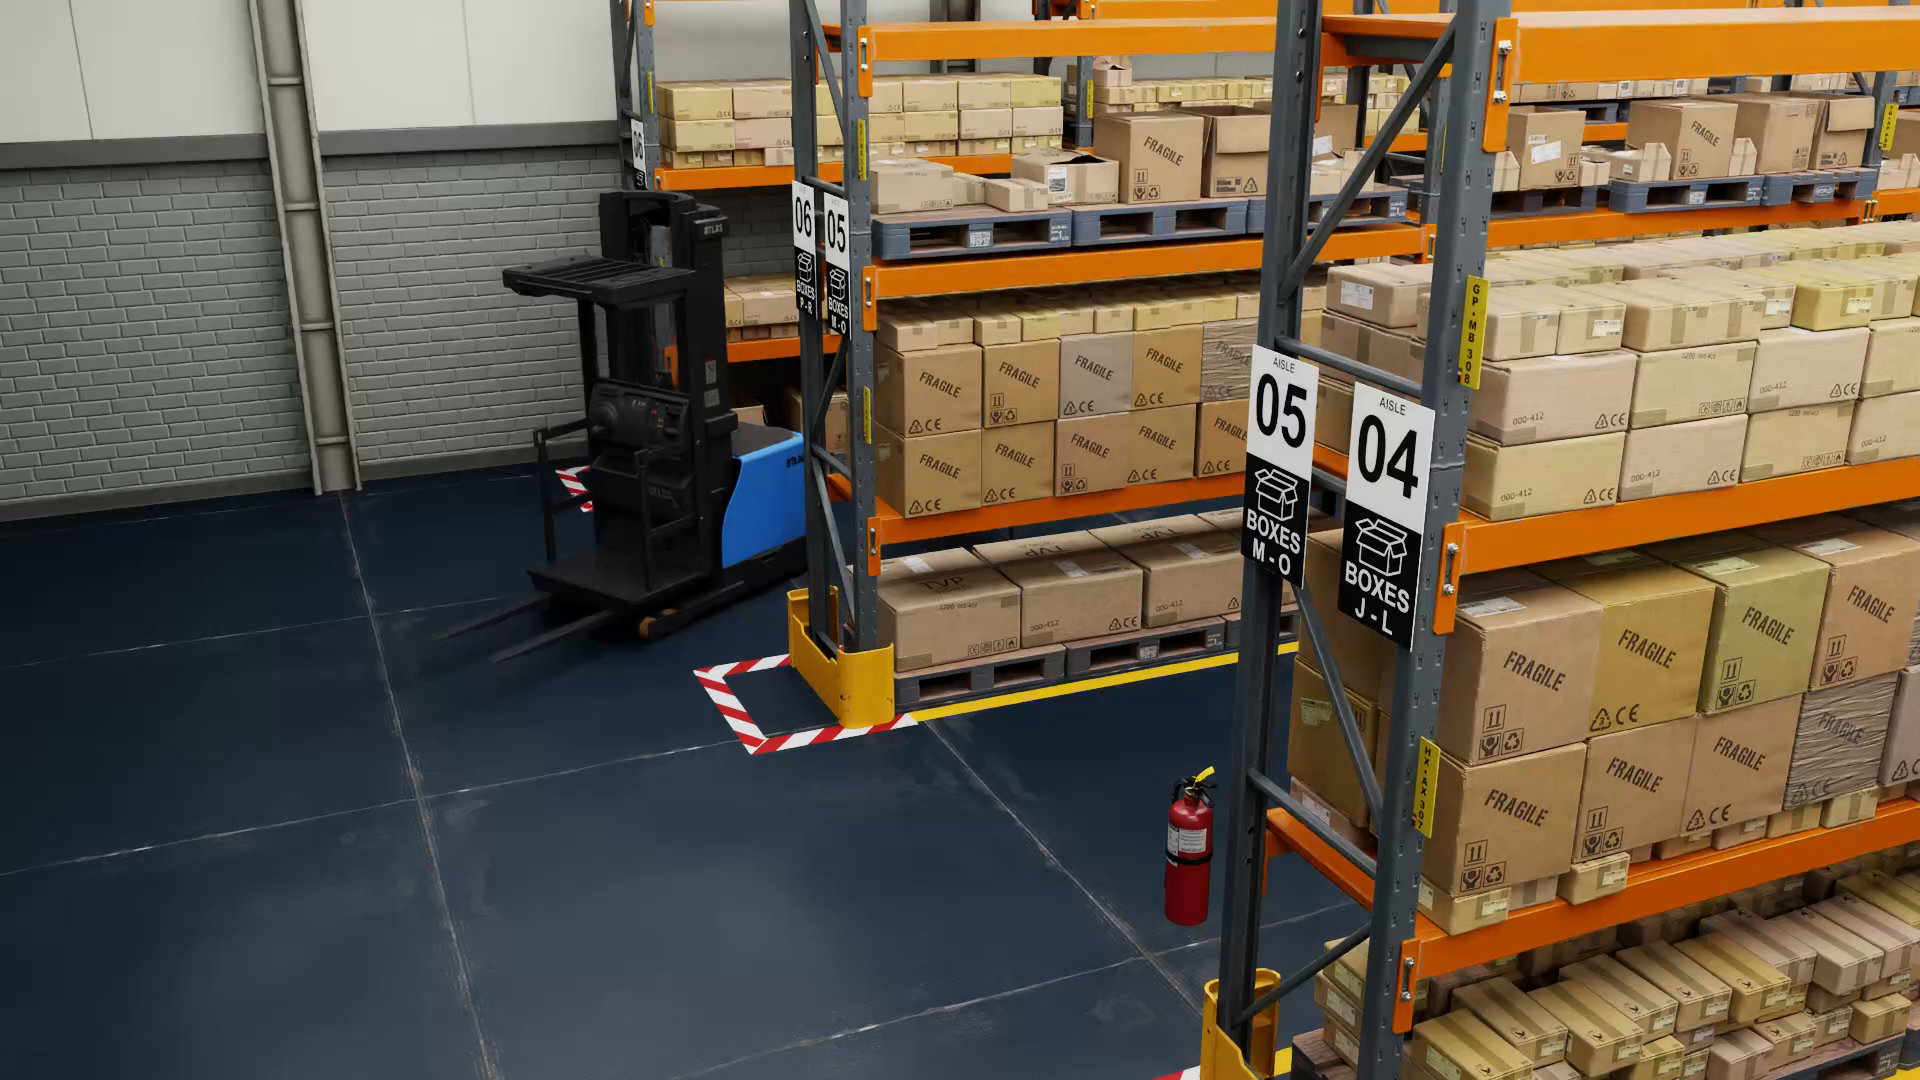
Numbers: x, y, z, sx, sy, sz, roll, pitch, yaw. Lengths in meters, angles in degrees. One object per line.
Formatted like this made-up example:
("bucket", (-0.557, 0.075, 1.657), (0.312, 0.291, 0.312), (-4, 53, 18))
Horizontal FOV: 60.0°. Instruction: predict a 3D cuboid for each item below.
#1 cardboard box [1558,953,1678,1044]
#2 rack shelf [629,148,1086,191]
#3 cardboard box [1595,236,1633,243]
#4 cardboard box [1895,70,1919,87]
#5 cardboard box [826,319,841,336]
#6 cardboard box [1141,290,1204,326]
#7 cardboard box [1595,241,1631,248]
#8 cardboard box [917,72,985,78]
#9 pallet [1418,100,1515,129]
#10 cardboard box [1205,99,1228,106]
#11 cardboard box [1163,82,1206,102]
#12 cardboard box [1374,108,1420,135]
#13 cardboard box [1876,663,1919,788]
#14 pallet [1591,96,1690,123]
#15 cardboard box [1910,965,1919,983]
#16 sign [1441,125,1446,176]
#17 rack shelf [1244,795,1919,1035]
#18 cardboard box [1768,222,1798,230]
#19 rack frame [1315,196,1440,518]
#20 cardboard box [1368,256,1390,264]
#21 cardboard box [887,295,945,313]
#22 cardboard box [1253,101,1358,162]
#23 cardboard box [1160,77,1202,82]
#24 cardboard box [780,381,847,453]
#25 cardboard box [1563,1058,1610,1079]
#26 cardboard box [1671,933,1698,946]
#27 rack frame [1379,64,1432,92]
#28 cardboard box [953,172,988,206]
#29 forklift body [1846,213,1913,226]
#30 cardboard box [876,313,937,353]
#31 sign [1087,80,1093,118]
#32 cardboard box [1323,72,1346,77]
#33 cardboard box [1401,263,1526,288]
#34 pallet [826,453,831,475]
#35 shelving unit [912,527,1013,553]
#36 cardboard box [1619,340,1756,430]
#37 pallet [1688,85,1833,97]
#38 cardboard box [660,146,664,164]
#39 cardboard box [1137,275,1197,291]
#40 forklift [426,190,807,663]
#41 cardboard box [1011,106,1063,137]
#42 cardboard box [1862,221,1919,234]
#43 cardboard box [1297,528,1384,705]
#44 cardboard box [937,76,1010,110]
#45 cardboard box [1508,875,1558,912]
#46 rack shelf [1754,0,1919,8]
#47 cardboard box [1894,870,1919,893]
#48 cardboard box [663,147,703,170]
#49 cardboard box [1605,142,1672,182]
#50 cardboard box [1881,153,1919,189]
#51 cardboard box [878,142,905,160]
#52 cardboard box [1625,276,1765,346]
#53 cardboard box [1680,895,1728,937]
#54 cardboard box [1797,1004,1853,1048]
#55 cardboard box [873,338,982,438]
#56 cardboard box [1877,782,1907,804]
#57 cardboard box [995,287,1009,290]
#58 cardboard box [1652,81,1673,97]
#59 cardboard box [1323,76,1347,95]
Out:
("cardboard box", (2.598, 1.824, 6.590), (0.250, 0.149, 0.380), (-9, 21, -25))
("rack shelf", (-0.887, -3.300, 14.944), (4.000, 0.370, 1.077), (-8, 21, -22))
("cardboard box", (7.004, -3.427, 18.212), (0.500, 0.250, 0.500), (-8, 21, -21))
("cardboard box", (10.678, -5.537, 19.280), (0.500, 0.500, 0.700), (-8, 21, -22))
("cardboard box", (-1.110, -1.957, 14.941), (0.250, 0.149, 0.380), (-9, 21, -23))
("cardboard box", (1.344, -1.476, 10.564), (0.250, 0.149, 0.380), (-8, 21, -22))
("cardboard box", (7.009, -3.199, 18.318), (0.500, 0.250, 0.500), (-8, 21, -22))
("cardboard box", (-0.087, -4.156, 15.319), (0.500, 0.250, 0.500), (-9, 21, -23))
("pallet", (5.210, -4.456, 17.429), (1.003, 0.211, 1.213), (-7, 21, -19))
("cardboard box", (2.318, -4.082, 15.678), (0.250, 0.149, 0.380), (-8, 21, -23))
("cardboard box", (2.090, -4.194, 15.548), (0.250, 0.149, 0.380), (-9, 21, -23))
("cardboard box", (4.247, -4.216, 16.689), (0.500, 0.250, 0.500), (-9, 21, -24))
("cardboard box", (3.706, 0.617, 6.654), (0.500, 0.500, 0.500), (-8, 21, -22))
("pallet", (7.490, -4.745, 18.252), (1.217, 0.209, 0.805), (-9, 21, -24))
("cardboard box", (4.058, 1.750, 7.249), (0.250, 0.149, 0.380), (-8, 21, -21))
("sign", (3.140, -2.501, 10.695), (0.005, 0.325, 0.100), (-8, 21, -22))
("rack shelf", (3.136, 1.124, 6.896), (4.000, 0.370, 1.077), (-8, 21, -22))
("cardboard box", (9.278, -3.639, 19.191), (0.500, 0.500, 0.500), (-8, 21, -21))
("rack frame", (2.919, -0.974, 11.773), (0.127, 3.000, 1.000), (-8, 21, -22))
("cardboard box", (4.171, -2.890, 16.959), (0.250, 0.149, 0.380), (-8, 21, -21))
("cardboard box", (-0.280, -1.422, 10.411), (0.250, 0.149, 0.380), (-8, 21, -21))
("cardboard box", (2.296, -2.668, 11.134), (0.500, 0.500, 0.500), (-8, 21, -21))
("cardboard box", (2.126, -4.379, 16.073), (0.250, 0.149, 0.380), (-9, 21, -24))
("cardboard box", (-1.324, -1.132, 15.353), (0.500, 0.500, 0.700), (-7, 21, -20))
("cardboard box", (2.346, 1.986, 6.578), (0.250, 0.149, 0.380), (-8, 21, -21))
("cardboard box", (3.103, 1.684, 7.434), (0.250, 0.149, 0.380), (-8, 21, -21))
("rack frame", (4.622, -5.843, 16.568), (0.127, 3.000, 1.000), (-8, 21, -22))
("cardboard box", (-0.023, -2.156, 10.207), (0.250, 0.149, 0.380), (-10, 22, -26))
("forklift body", (10.949, -2.860, 18.406), (1.214, 2.155, 2.313), (-8, 21, -22))
("cardboard box", (-0.318, -1.235, 9.881), (0.250, 0.149, 0.380), (-8, 21, -21))
("sign", (1.172, -3.982, 15.019), (0.005, 0.325, 0.100), (-8, 21, -22))
("cardboard box", (3.705, -4.665, 16.915), (0.250, 0.149, 0.380), (-8, 21, -22))
("cardboard box", (1.745, -0.862, 5.811), (0.250, 0.149, 0.380), (-8, 21, -21))
("pallet", (-1.922, -0.761, 15.366), (1.213, 0.211, 1.003), (-8, 21, -22))
("shelving unit", (0.006, -0.708, 13.275), (0.755, 1.500, 0.431), (-8, 21, -22))
("cardboard box", (2.285, -0.579, 5.607), (0.500, 0.250, 0.500), (-8, 21, -23))
("pallet", (9.068, -5.033, 18.917), (1.213, 0.211, 1.003), (-8, 21, -22))
("cardboard box", (-2.521, -3.370, 14.439), (0.250, 0.149, 0.380), (-8, 21, -20))
("cardboard box", (1.373, -1.653, 11.068), (0.250, 0.149, 0.380), (-8, 21, -22))
("forklift", (-2.386, -0.862, 11.558), (1.130, 2.935, 3.031), (13, 23, 33))
("cardboard box", (0.606, -3.832, 15.150), (0.500, 0.250, 0.500), (-8, 21, -22))
("cardboard box", (3.882, -1.185, 6.729), (0.250, 0.149, 0.380), (-9, 21, -23))
("cardboard box", (1.621, 0.253, 6.183), (0.500, 0.500, 0.500), (-9, 21, -23))
("cardboard box", (0.119, -3.999, 14.870), (0.500, 0.250, 0.500), (-9, 21, -23))
("cardboard box", (1.944, 1.178, 6.039), (0.250, 0.149, 0.380), (-7, 21, -20))
("rack shelf", (10.132, -6.105, 18.996), (4.000, 0.370, 1.077), (-8, 21, -22))
("cardboard box", (4.304, 1.595, 7.241), (0.250, 0.149, 0.380), (-8, 21, -22))
("cardboard box", (-2.338, -3.229, 14.037), (0.250, 0.149, 0.380), (-8, 21, -21))
("cardboard box", (4.735, -2.657, 11.607), (0.258, 0.266, 0.396), (-6, 20, -17))
("cardboard box", (7.183, -2.875, 12.857), (0.258, 0.266, 0.396), (-8, 21, -22))
("cardboard box", (-0.666, -3.435, 14.623), (0.250, 0.149, 0.380), (-8, 21, -21))
("cardboard box", (2.430, -0.766, 5.538), (0.250, 0.149, 0.380), (-8, 21, -21))
("cardboard box", (3.129, 1.568, 7.317), (0.250, 0.149, 0.380), (-8, 21, -22))
("cardboard box", (3.531, 1.974, 7.059), (0.250, 0.149, 0.380), (-8, 21, -21))
("cardboard box", (-0.200, -0.943, 10.028), (0.500, 0.500, 0.500), (-9, 21, -23))
("cardboard box", (3.602, 0.922, 6.766), (0.250, 0.149, 0.380), (-8, 21, -23))
("cardboard box", (0.124, -2.345, 15.444), (0.500, 0.250, 0.500), (-8, 21, -22))
("cardboard box", (7.406, -4.844, 17.843), (0.250, 0.149, 0.380), (-8, 21, -22))
("cardboard box", (3.666, -4.477, 16.383), (0.250, 0.149, 0.380), (-8, 21, -23))
